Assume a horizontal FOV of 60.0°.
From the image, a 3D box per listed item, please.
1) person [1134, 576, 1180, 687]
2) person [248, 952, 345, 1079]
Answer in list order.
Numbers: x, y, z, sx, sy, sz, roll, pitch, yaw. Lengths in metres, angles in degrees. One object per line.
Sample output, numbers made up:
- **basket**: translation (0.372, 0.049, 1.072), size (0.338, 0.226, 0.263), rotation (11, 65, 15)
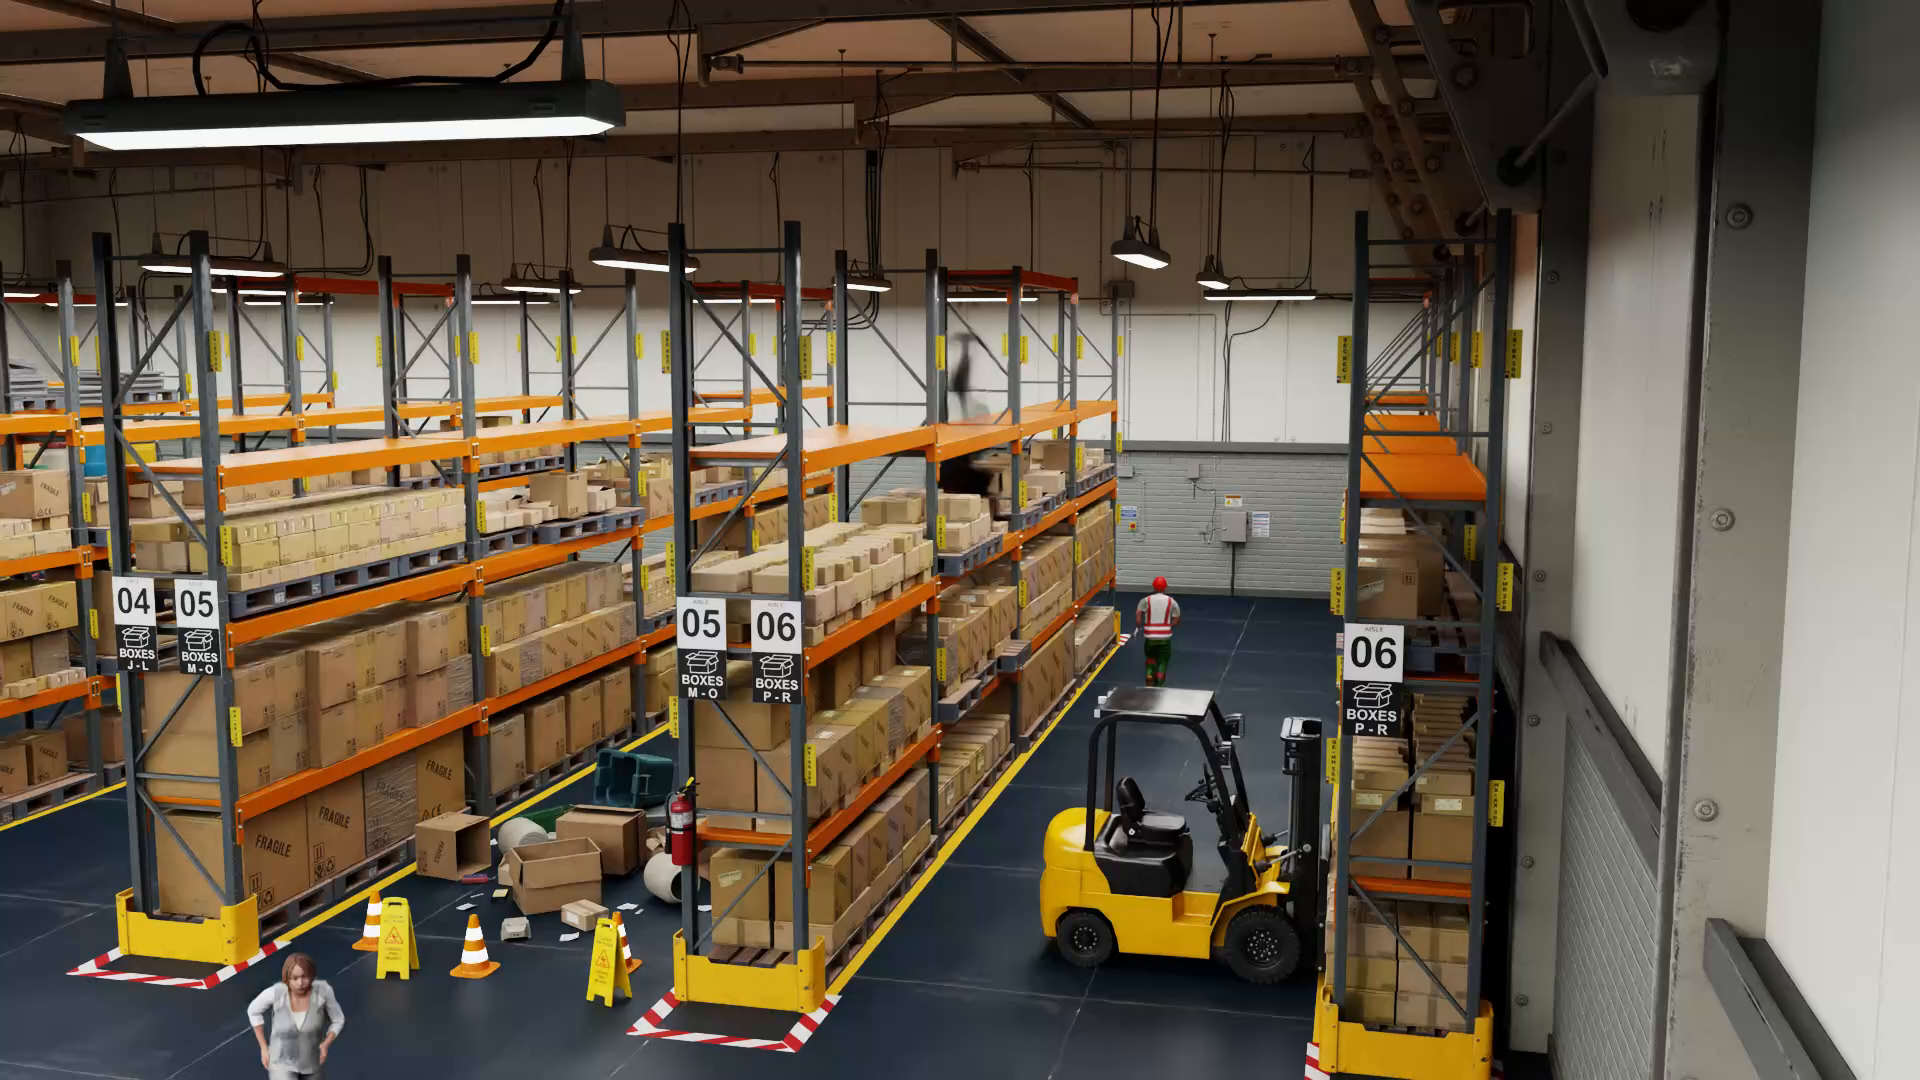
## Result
- **person**: translation (2.841, 1.377, 23.994), size (0.661, 1.734, 0.642), rotation (1, 7, 10)
- **person**: translation (-3.995, 3.181, 10.049), size (0.531, 1.579, 0.857), rotation (-4, 8, -27)
